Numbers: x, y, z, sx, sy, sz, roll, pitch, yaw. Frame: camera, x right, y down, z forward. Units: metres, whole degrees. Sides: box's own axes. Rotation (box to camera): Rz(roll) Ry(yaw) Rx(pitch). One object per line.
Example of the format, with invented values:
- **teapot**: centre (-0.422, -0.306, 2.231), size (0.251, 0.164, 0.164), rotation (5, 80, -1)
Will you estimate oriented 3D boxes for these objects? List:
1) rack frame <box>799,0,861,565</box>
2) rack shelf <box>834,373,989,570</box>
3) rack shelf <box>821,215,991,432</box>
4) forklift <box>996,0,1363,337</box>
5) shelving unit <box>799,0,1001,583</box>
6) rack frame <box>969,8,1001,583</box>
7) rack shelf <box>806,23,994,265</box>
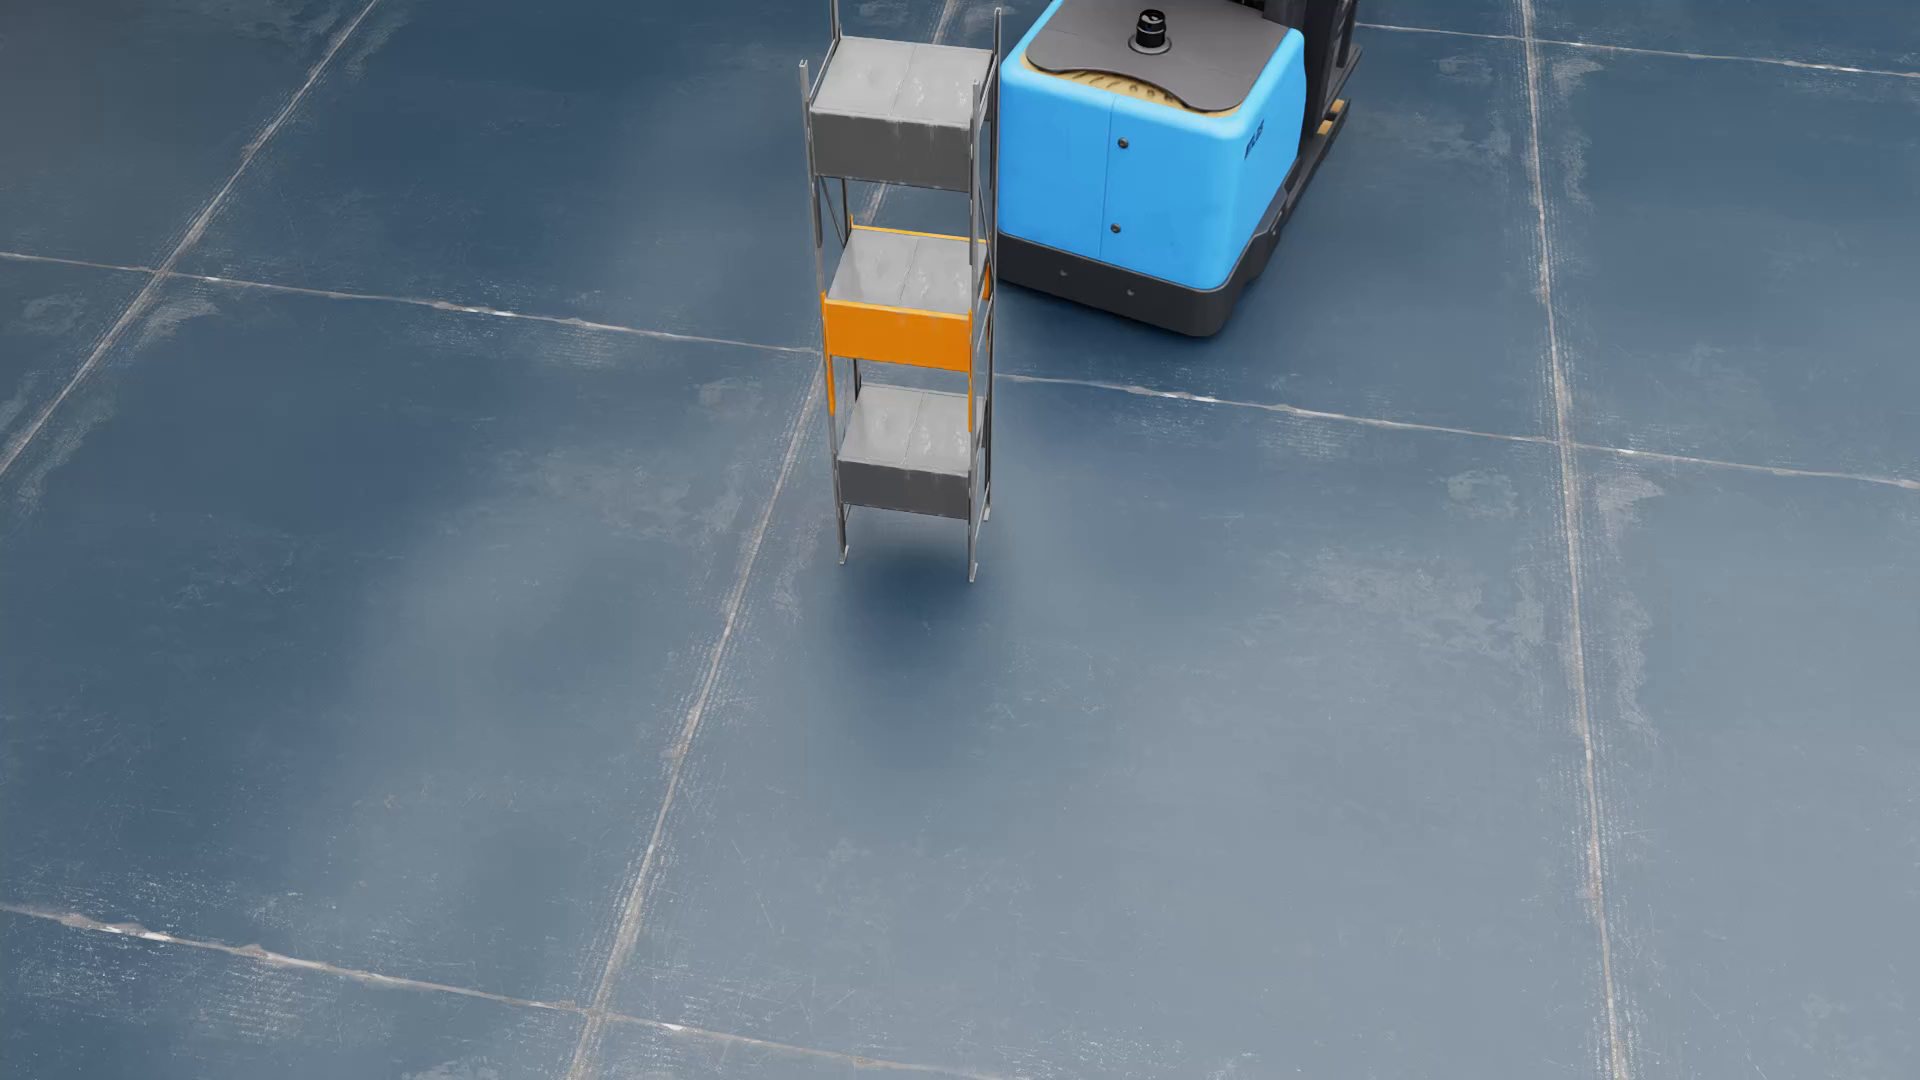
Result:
- **rack frame**: centre (-0.403, -0.756, 5.518), size (0.015, 2.100, 0.400), rotation (8, 49, 7)
- **rack shelf**: centre (-0.163, -0.247, 6.019), size (0.480, 0.518, 0.431), rotation (8, 49, 7)
- **rack shelf**: centre (-0.163, -0.715, 5.499), size (0.480, 0.518, 0.431), rotation (8, 49, 7)
- **forklift**: centre (1.220, -2.934, 6.916), size (1.130, 2.935, 3.031), rotation (19, 51, 17)
- **shelving unit**: centre (-0.163, -0.724, 5.489), size (0.503, 2.100, 0.431), rotation (8, 49, 7)
- **rack frame**: centre (0.077, -0.691, 5.460), size (0.015, 2.100, 0.400), rotation (8, 49, 7)
- **rack shelf**: centre (-0.163, -1.182, 4.978), size (0.480, 0.518, 0.431), rotation (8, 49, 7)
